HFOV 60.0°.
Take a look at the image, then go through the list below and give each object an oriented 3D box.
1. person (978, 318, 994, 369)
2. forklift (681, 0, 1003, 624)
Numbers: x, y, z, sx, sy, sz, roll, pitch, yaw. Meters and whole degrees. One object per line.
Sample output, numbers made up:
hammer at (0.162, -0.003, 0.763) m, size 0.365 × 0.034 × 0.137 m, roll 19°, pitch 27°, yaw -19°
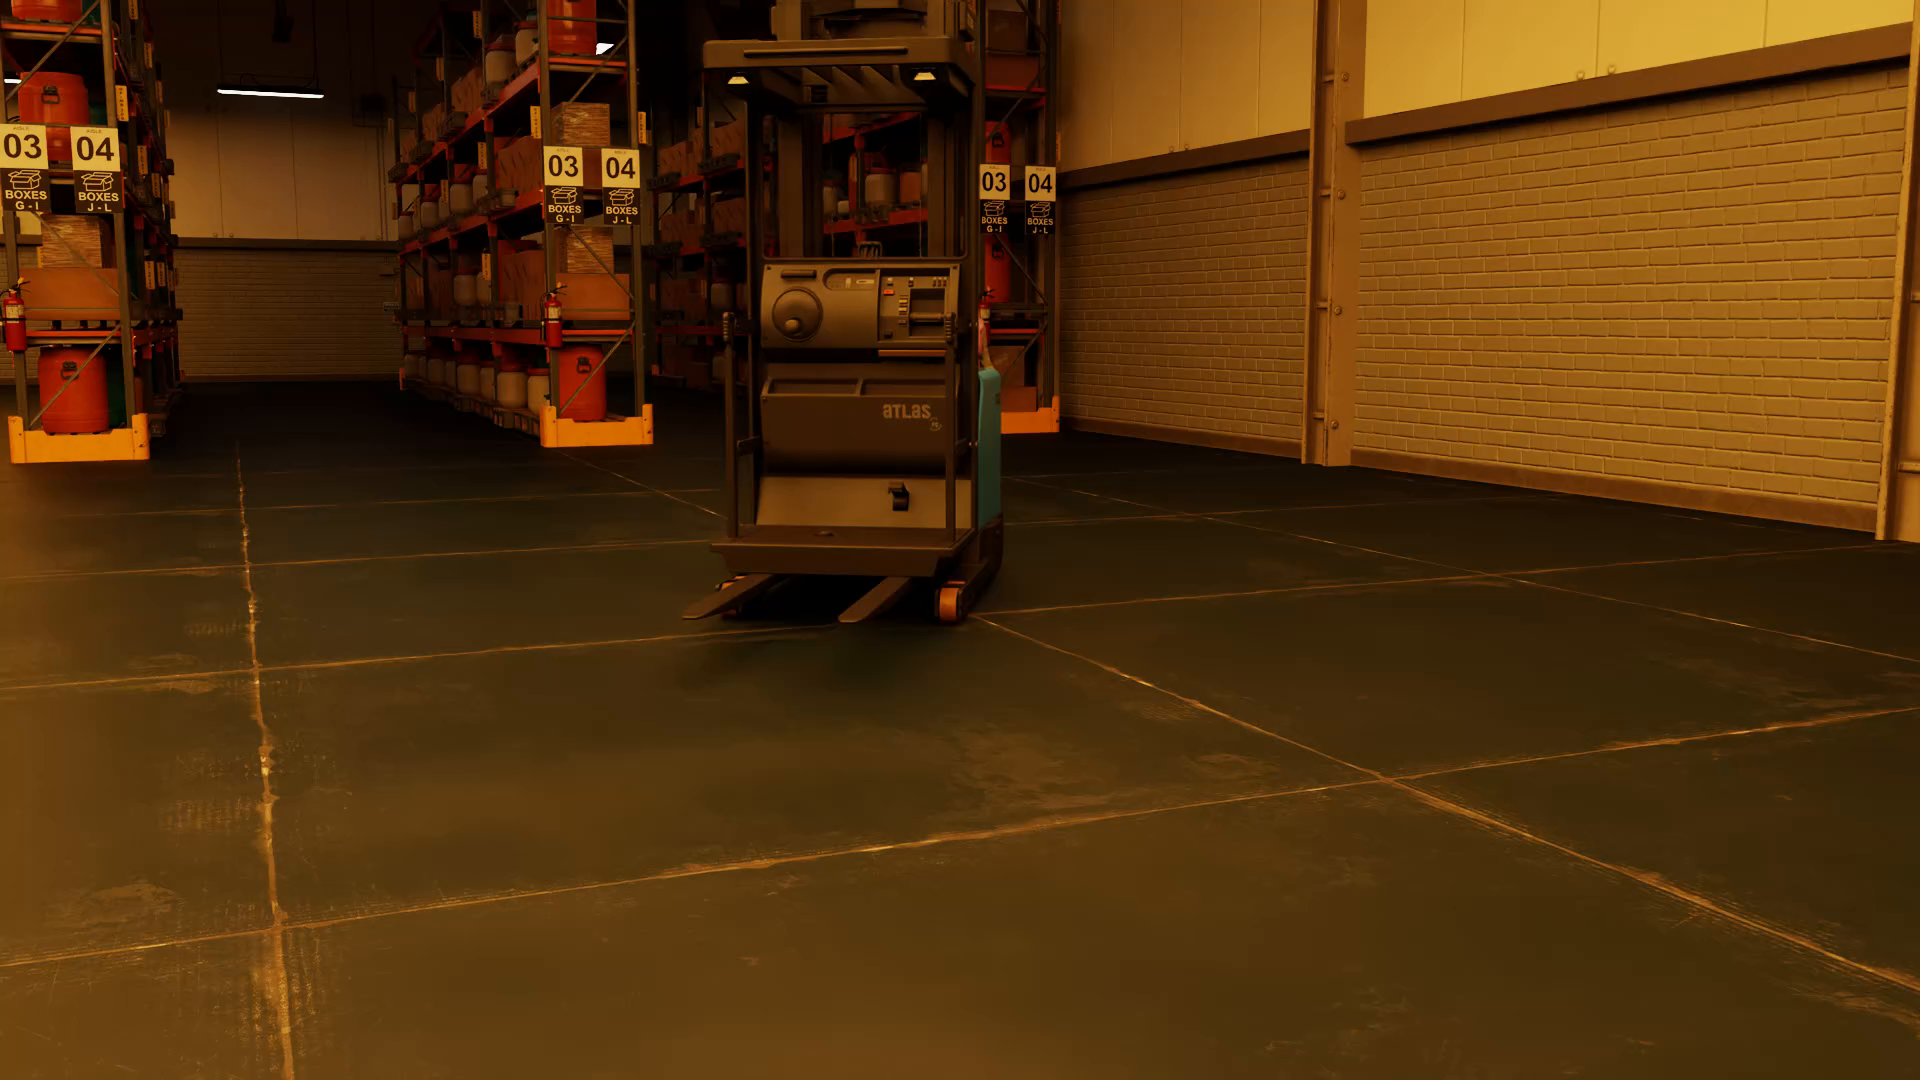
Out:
person at (0.017, -0.789, 9.975) m, size 0.521 × 1.599 × 0.473 m, roll -3°, pitch 8°, yaw -23°
forklift at (-0.493, -1.131, 7.518) m, size 1.130 × 2.935 × 3.031 m, roll 1°, pitch 8°, yaw 8°
